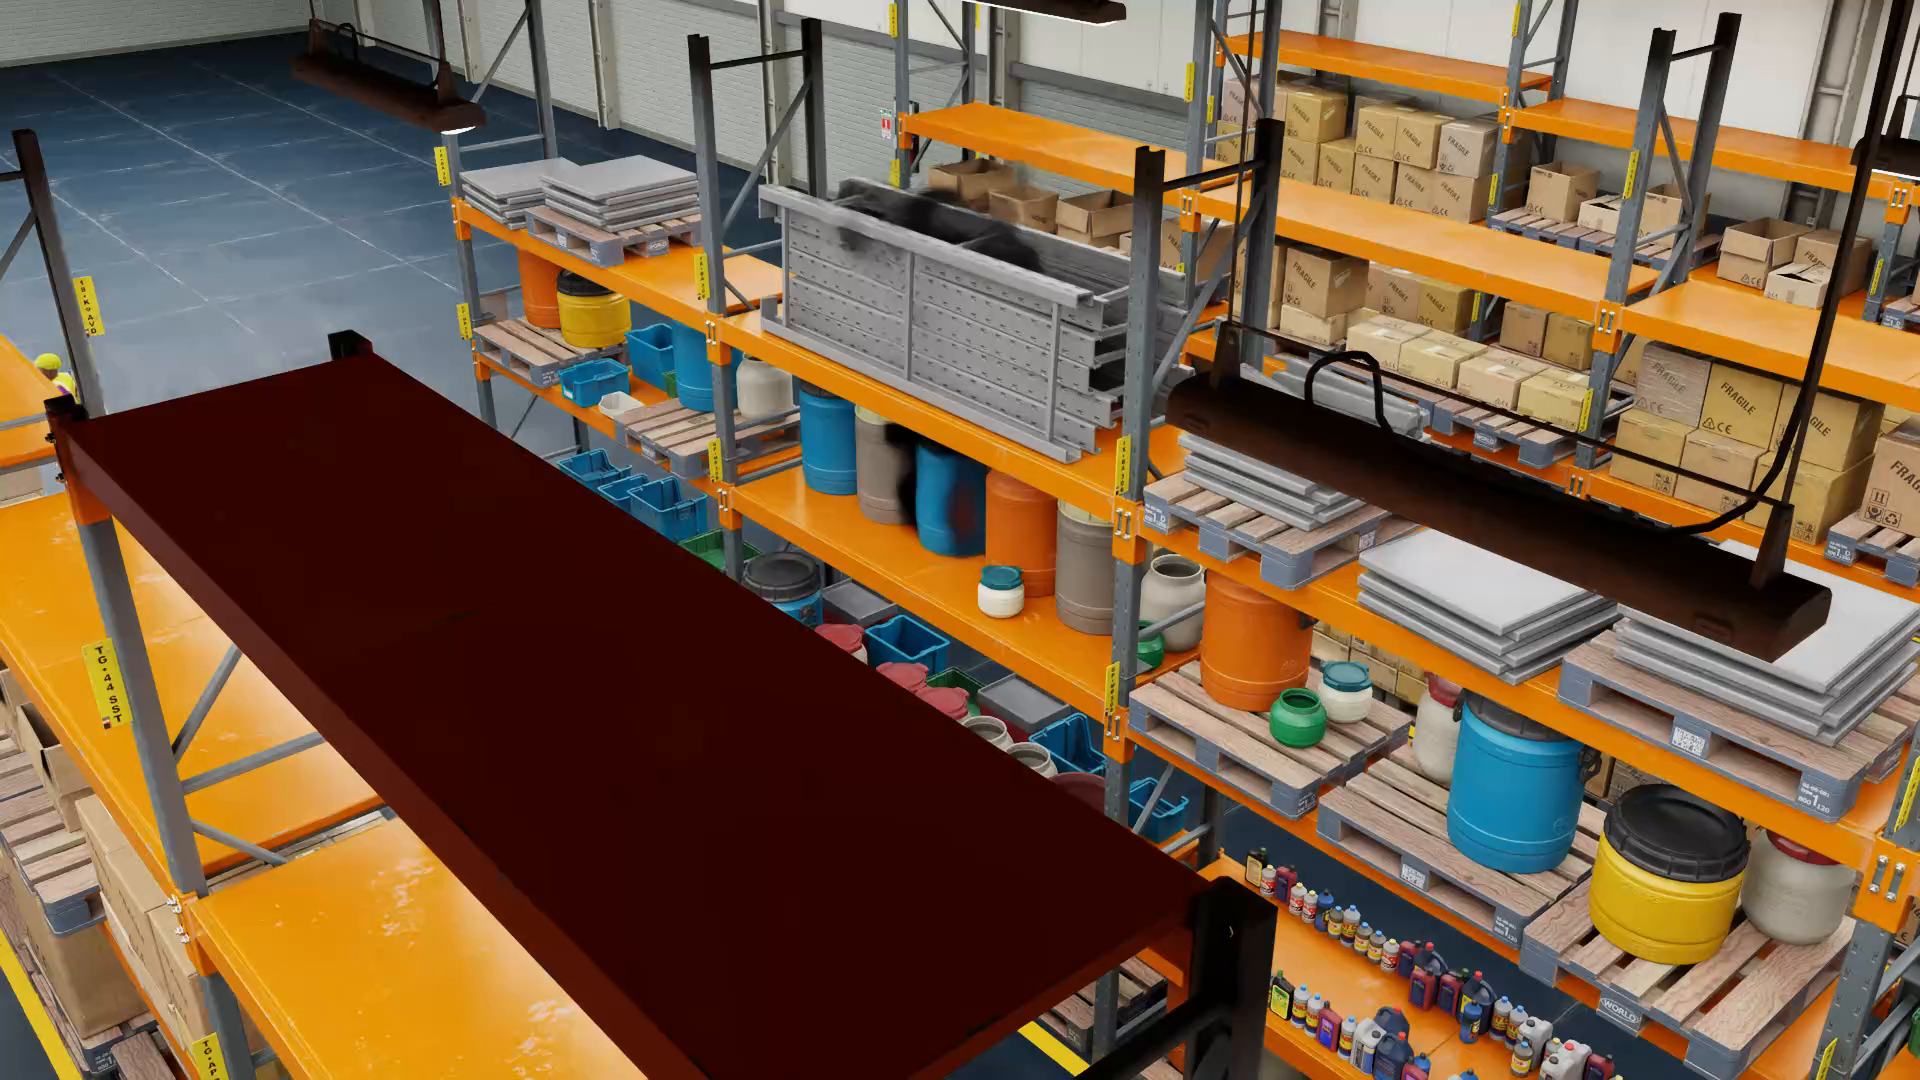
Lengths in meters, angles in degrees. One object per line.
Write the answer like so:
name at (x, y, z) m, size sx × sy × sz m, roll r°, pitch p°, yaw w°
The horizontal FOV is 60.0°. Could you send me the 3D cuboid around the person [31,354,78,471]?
person at (-9.644, -1.235, 18.132) m, size 0.622 × 1.713 × 0.682 m, roll -10°, pitch 28°, yaw -18°
